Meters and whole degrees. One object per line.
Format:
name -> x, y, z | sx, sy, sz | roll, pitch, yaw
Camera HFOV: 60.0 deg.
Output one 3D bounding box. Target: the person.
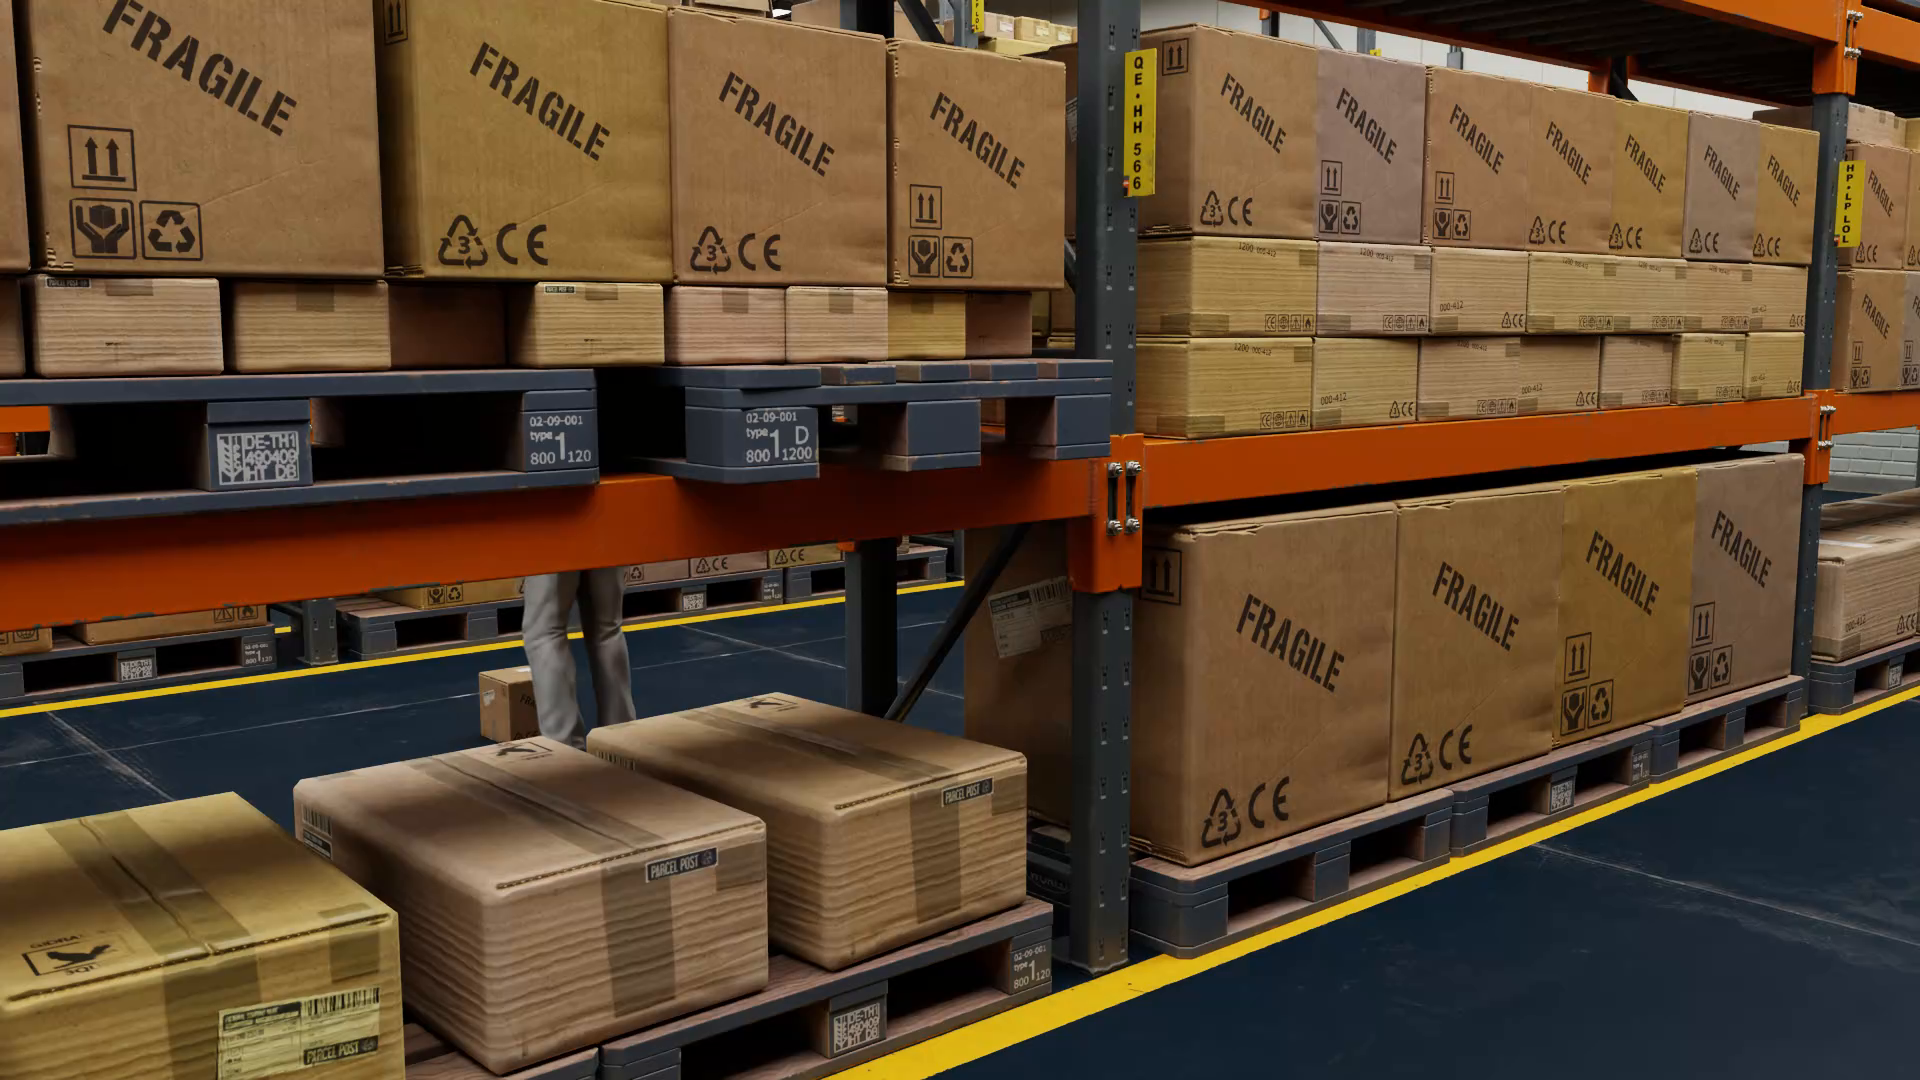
person -> -1.378, -0.012, 5.931 | 0.444, 1.669, 0.354 | -6, 10, -40
